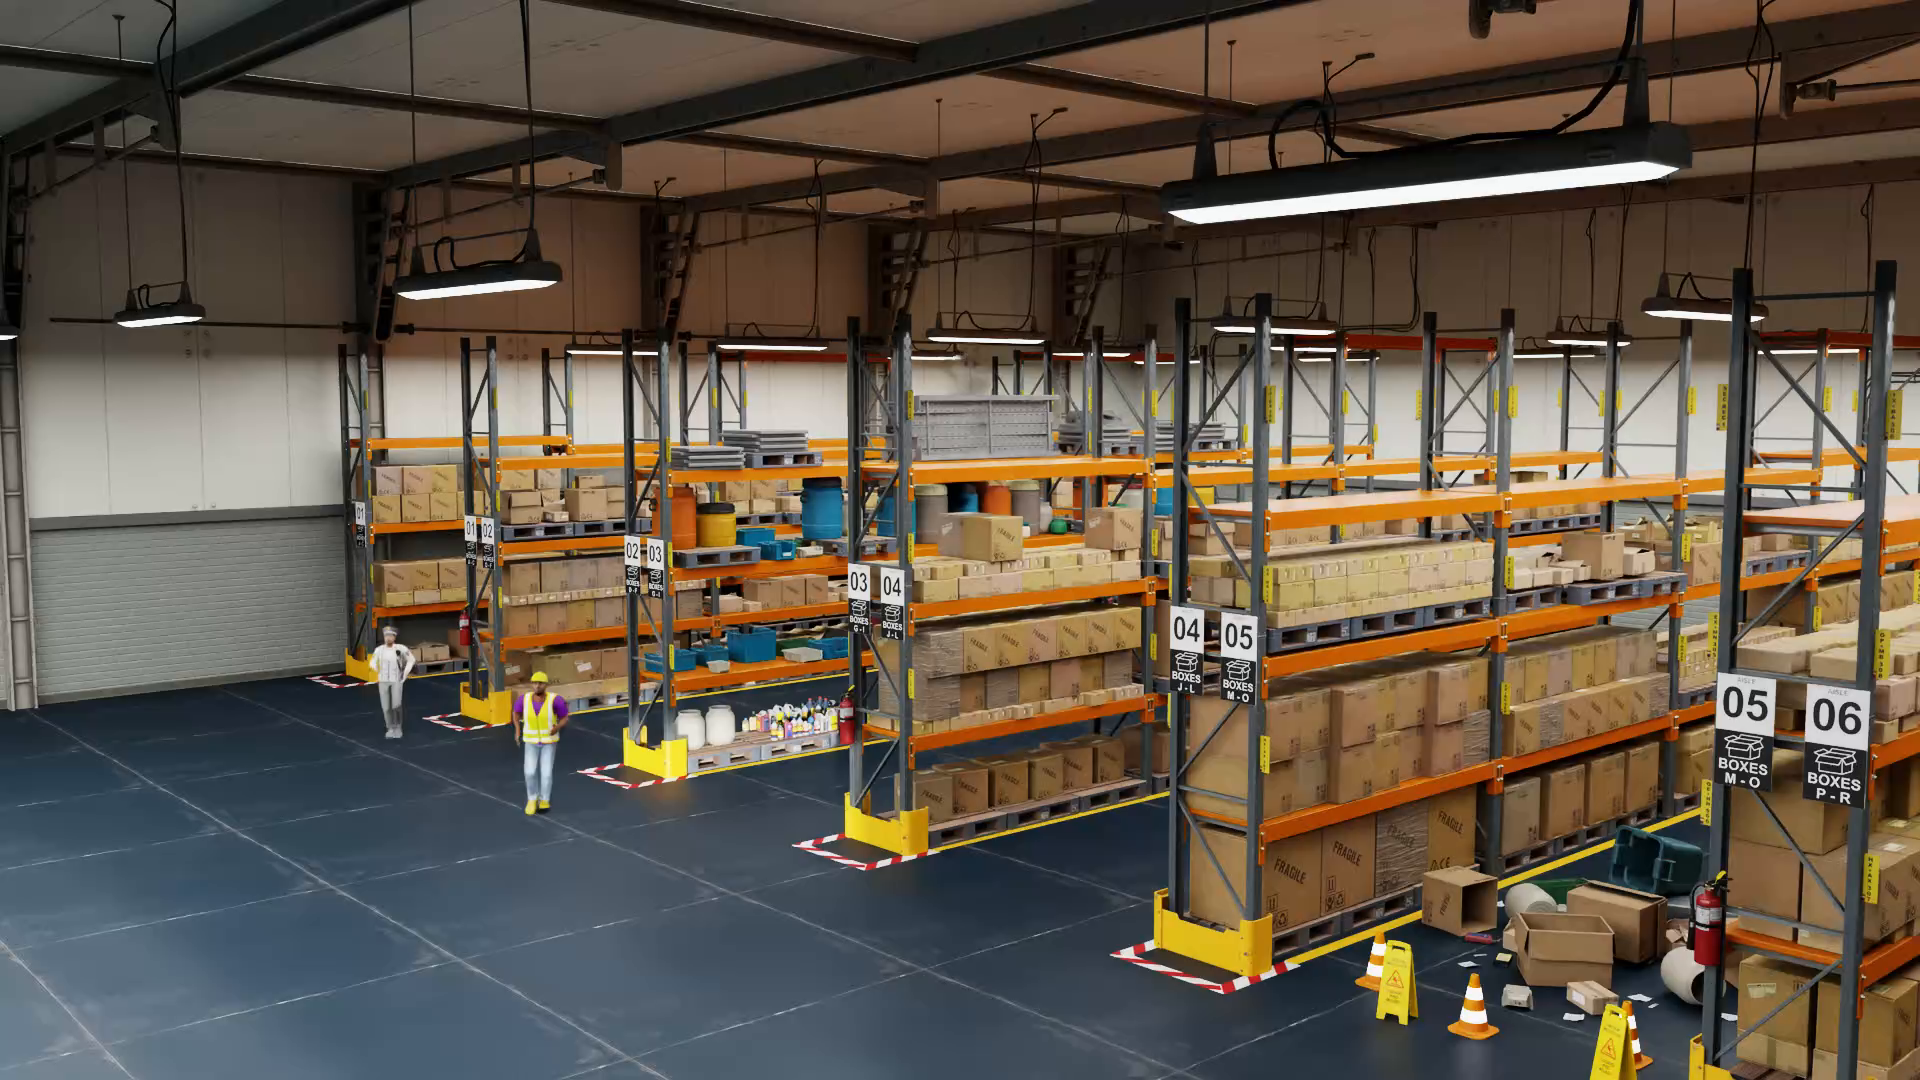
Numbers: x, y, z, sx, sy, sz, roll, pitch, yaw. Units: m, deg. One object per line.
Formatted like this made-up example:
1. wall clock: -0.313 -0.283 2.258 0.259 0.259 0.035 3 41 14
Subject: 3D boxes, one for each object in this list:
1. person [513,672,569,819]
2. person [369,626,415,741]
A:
1. person: -5.101 2.490 20.243 0.684 1.802 0.736 -1 5 -11
2. person: -8.433 2.128 24.622 0.617 1.729 0.623 0 5 -6
